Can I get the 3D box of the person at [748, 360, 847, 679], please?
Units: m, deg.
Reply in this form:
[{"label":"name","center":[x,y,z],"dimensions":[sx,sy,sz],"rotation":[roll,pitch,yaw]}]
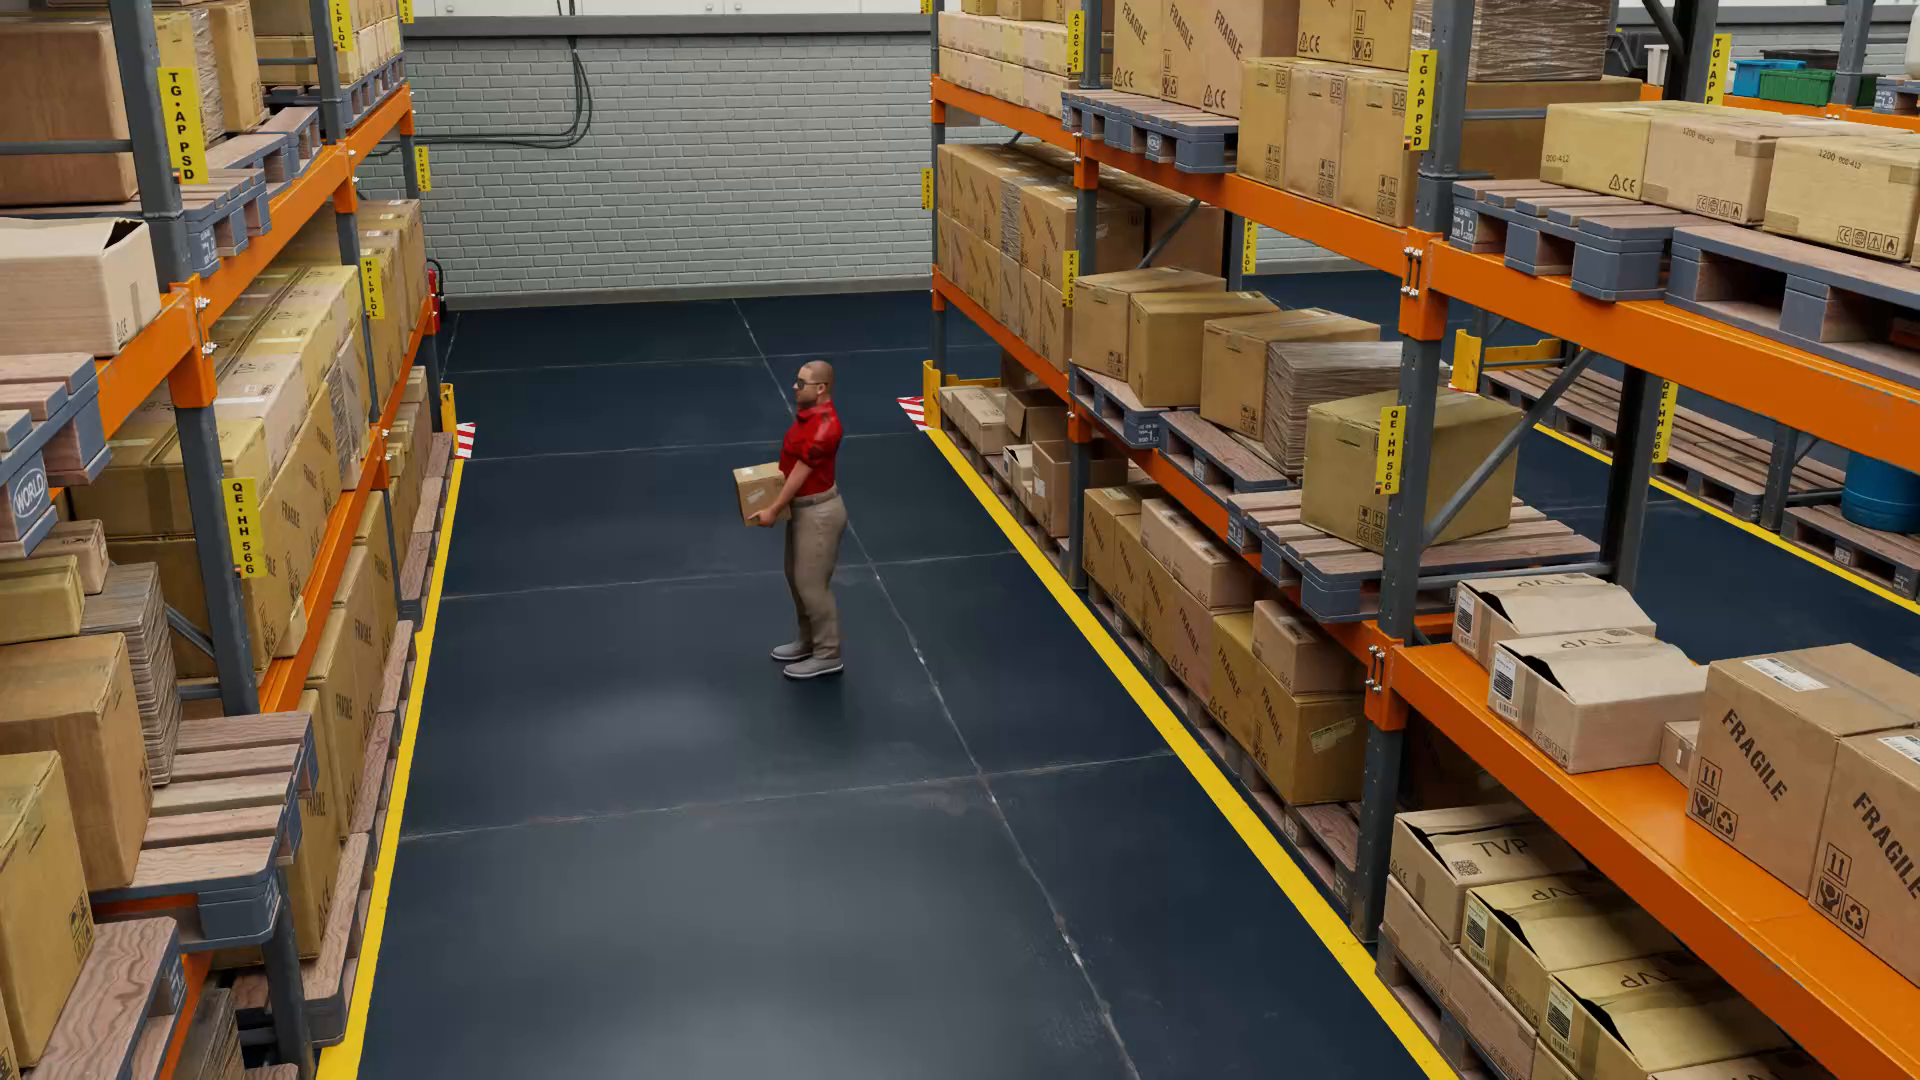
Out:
[{"label":"person","center":[-0.880,-0.113,8.932],"dimensions":[0.540,1.722,0.490],"rotation":[-4,20,-12]}]
